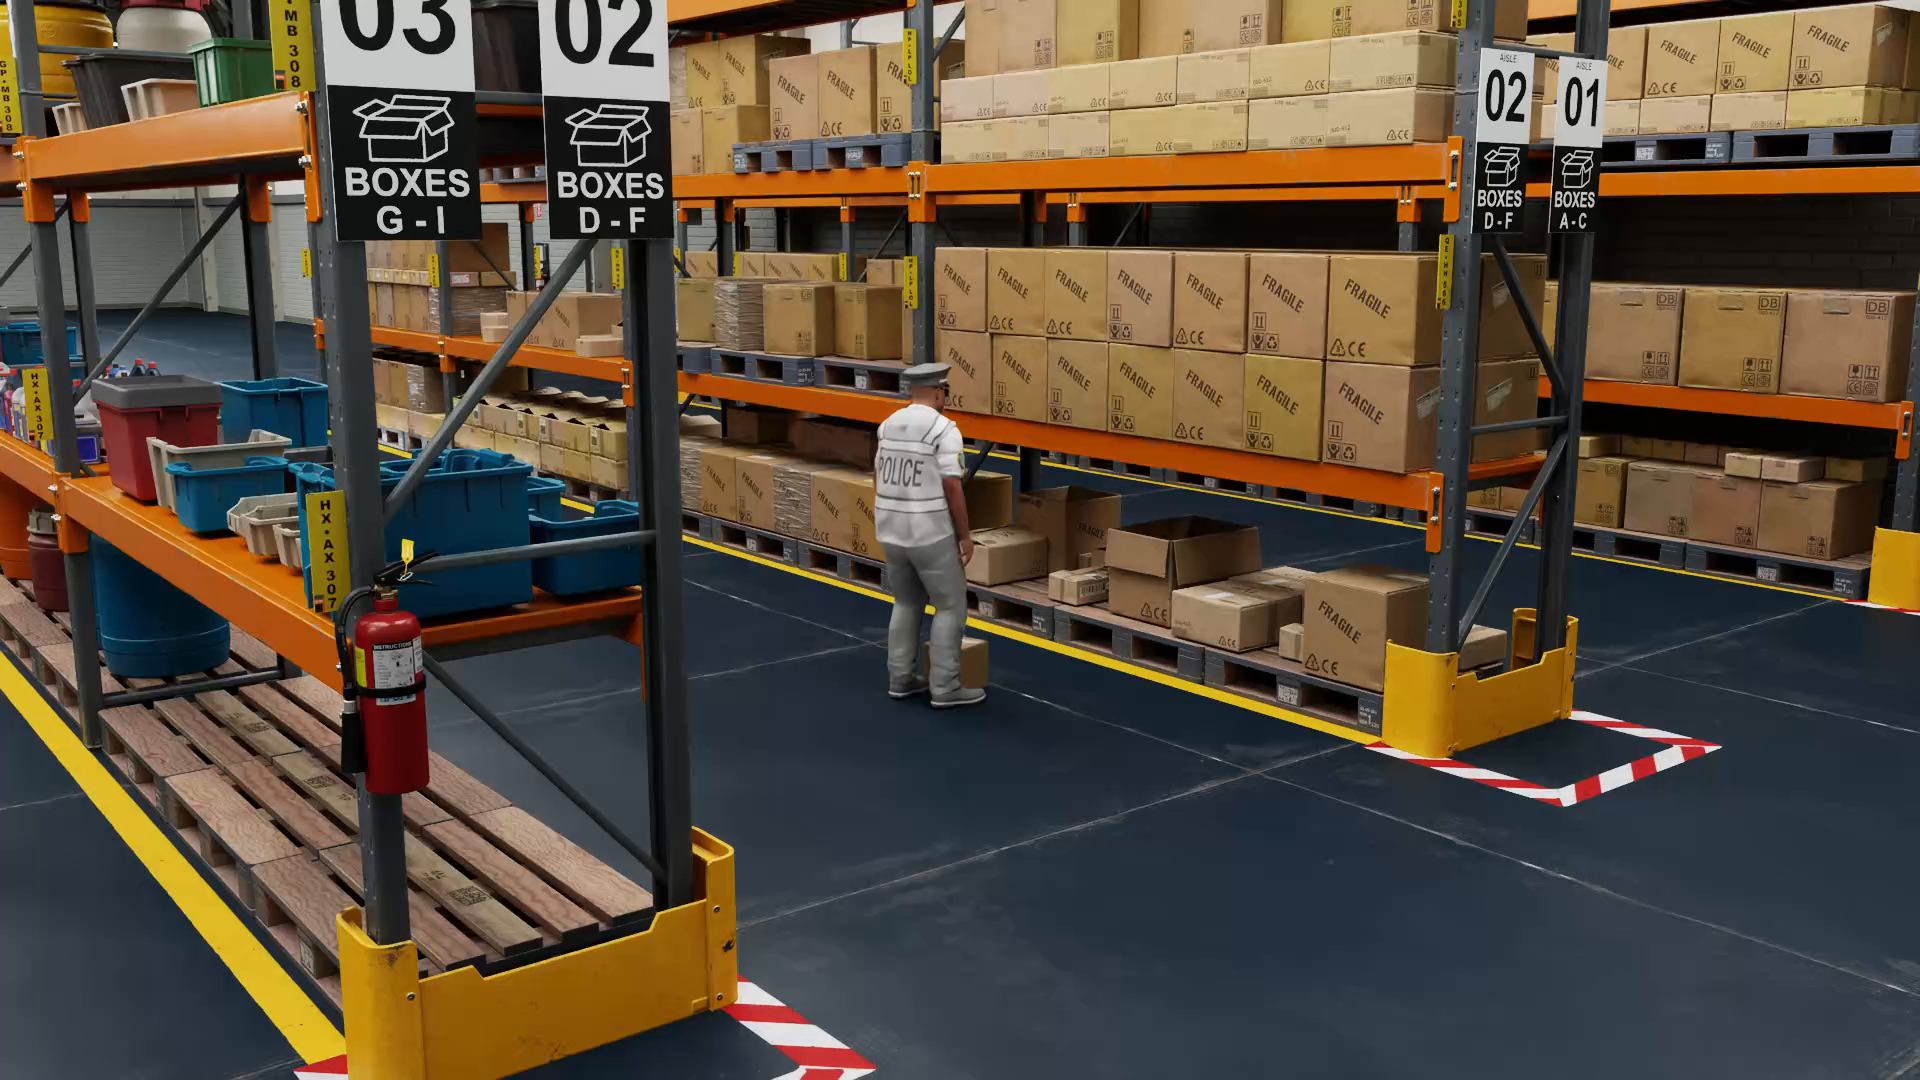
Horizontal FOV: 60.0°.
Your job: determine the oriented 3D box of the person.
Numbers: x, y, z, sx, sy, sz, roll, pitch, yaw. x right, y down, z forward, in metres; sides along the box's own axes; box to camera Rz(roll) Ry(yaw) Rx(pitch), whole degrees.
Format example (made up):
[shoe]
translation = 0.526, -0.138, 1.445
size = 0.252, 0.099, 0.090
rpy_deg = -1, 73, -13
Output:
[person]
translation = -0.197, -0.026, 8.544
size = 0.580, 1.748, 0.434
rpy_deg = 9, 14, 39
